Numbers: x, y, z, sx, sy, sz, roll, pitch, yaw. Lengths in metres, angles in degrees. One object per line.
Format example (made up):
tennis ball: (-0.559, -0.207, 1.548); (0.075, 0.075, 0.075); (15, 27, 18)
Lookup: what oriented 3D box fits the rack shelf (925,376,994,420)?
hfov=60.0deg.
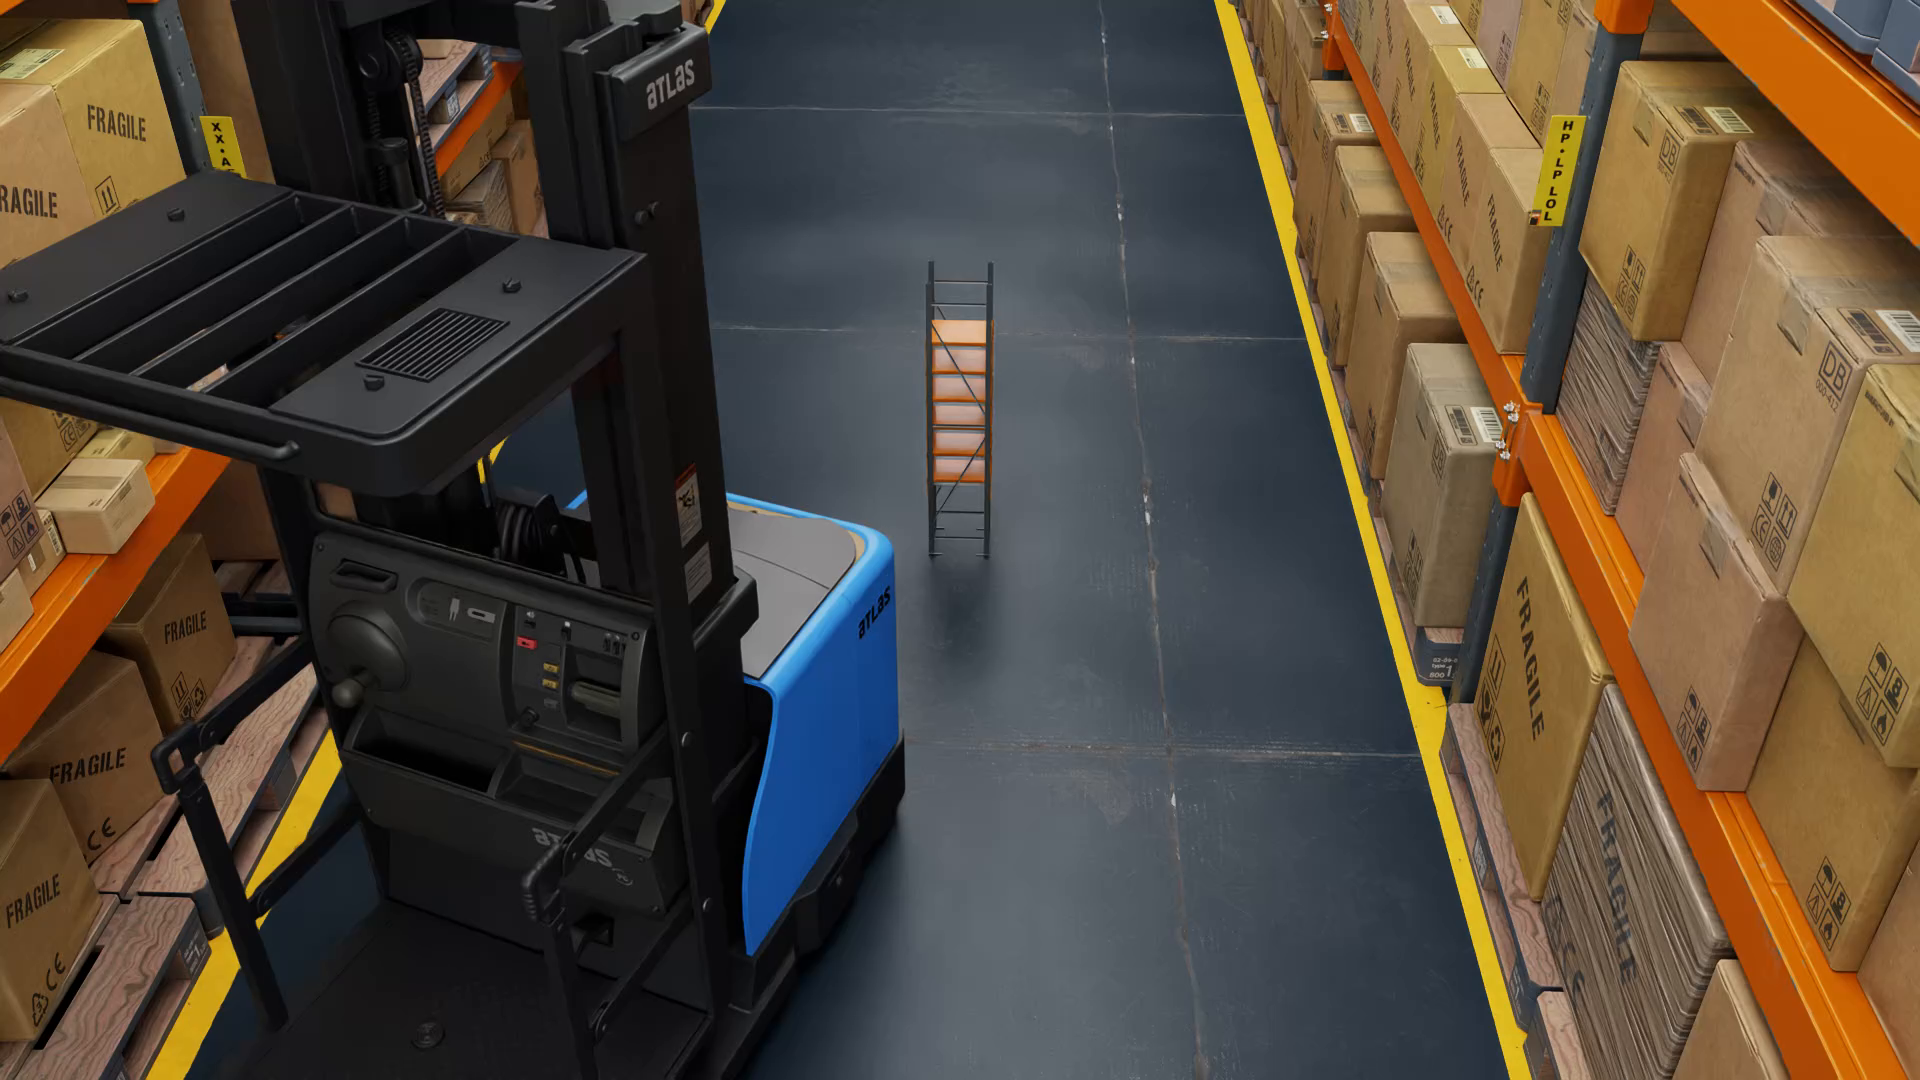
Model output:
rack shelf: (-0.001, -0.544, 6.350); (0.258, 0.103, 0.180); (1, 35, 2)

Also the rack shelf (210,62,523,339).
rack shelf: (-2.646, -1.614, 7.064); (1.077, 0.370, 4.000); (1, 35, 2)

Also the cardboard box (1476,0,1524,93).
cardboard box: (2.279, -1.908, 5.900); (0.700, 0.500, 0.500); (2, 35, 2)

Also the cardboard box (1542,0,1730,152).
cardboard box: (2.239, -1.322, 5.066); (0.700, 0.500, 0.500); (1, 35, 1)

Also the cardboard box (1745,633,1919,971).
cardboard box: (2.162, 0.495, 3.307); (0.875, 0.550, 0.500); (1, 35, 2)

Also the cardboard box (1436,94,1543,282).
cardboard box: (1.999, -1.224, 5.796); (0.500, 0.500, 0.500); (1, 35, 1)

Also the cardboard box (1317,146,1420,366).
cardboard box: (2.240, -1.286, 7.563); (1.050, 0.750, 0.750); (2, 35, 3)

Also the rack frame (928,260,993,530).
rack frame: (0.003, -0.535, 6.468); (0.240, 1.200, 0.006); (1, 35, 2)

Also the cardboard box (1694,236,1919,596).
cardboard box: (2.111, -0.253, 3.432); (0.875, 0.550, 0.550); (1, 35, 2)

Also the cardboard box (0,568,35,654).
cardboard box: (-2.541, 0.190, 4.089); (0.380, 0.149, 0.250); (1, 35, 2)

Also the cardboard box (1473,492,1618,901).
cardboard box: (2.130, 0.470, 4.955); (0.875, 0.875, 0.875); (2, 35, 3)

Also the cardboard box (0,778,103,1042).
cardboard box: (-2.745, 1.008, 4.516); (0.500, 0.500, 0.500); (-2, 35, -2)

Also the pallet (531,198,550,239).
pallet: (-2.599, -1.468, 8.655); (1.003, 0.211, 1.213); (1, 35, 2)

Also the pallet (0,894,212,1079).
pallet: (-2.765, 1.471, 4.474); (1.003, 0.211, 1.213); (1, 35, 2)

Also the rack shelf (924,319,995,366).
rack shelf: (-0.001, -0.741, 6.212); (0.258, 0.103, 0.180); (1, 35, 2)

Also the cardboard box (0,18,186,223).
cardboard box: (-2.470, -1.066, 4.444); (0.500, 0.500, 0.500); (1, 35, 2)

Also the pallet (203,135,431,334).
pallet: (-2.551, -1.117, 5.897); (1.003, 0.211, 1.213); (1, 35, 2)

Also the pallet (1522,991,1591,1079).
pallet: (2.070, 1.692, 4.159); (1.003, 0.211, 1.213); (1, 35, 2)

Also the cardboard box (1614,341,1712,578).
cardboard box: (2.223, -0.120, 4.181); (0.875, 0.550, 0.550); (1, 35, 2)

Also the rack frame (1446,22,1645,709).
rack frame: (2.225, -0.587, 4.977); (1.000, 3.000, 0.127); (1, 35, 2)

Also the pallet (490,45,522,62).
pallet: (-2.488, -2.567, 7.961); (1.213, 0.211, 1.003); (1, 35, 2)

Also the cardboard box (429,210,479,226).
cardboard box: (-2.598, -1.185, 7.619); (0.700, 0.500, 0.500); (4, 35, 6)

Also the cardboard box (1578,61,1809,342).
cardboard box: (2.176, -0.879, 4.323); (0.875, 0.550, 0.550); (1, 35, 2)

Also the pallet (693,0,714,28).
pallet: (-2.361, -3.770, 11.931); (1.003, 0.211, 1.213); (1, 35, 2)

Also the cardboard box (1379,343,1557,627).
cardboard box: (2.160, -0.197, 6.013); (1.050, 0.750, 0.750); (1, 35, 2)

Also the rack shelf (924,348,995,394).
rack shelf: (-0.001, -0.643, 6.281); (0.258, 0.103, 0.180); (1, 35, 2)

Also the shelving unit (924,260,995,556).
shelving unit: (-0.001, -0.483, 6.393); (0.258, 1.200, 0.189); (1, 35, 2)

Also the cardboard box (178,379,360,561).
cardboard box: (-2.681, -0.269, 6.316); (0.700, 0.500, 0.500); (-1, 35, -2)

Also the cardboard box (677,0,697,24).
cardboard box: (-2.446, -3.777, 10.998); (1.225, 0.875, 0.875); (0, 35, 0)

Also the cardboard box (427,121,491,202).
cardboard box: (-2.574, -1.831, 7.886); (0.500, 0.250, 0.500); (5, 35, 7)

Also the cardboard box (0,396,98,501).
cardboard box: (-2.862, -0.379, 4.335); (0.875, 0.500, 0.500); (1, 35, 2)

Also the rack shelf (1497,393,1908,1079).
rack shelf: (2.145, 0.856, 3.548); (1.077, 0.370, 4.000); (1, 35, 2)

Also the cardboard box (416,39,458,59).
cardboard box: (-2.363, -2.210, 7.038); (0.396, 0.266, 0.258); (0, 35, 1)

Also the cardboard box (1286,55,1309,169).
cardboard box: (2.151, -2.418, 9.391); (0.500, 0.500, 0.500); (1, 35, 2)

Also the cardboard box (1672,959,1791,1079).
cardboard box: (2.059, 1.512, 3.473); (0.875, 0.875, 0.875); (1, 35, 1)

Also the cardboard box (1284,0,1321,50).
cardboard box: (2.161, -3.030, 9.610); (0.500, 0.250, 0.500); (2, 35, 3)

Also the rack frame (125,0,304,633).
rack frame: (-2.727, -0.760, 5.222); (1.000, 3.000, 0.127); (1, 35, 2)

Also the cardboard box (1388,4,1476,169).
cardboard box: (2.038, -1.806, 6.624); (0.500, 0.500, 0.500); (1, 35, 1)

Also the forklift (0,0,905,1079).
forklift: (-1.220, 0.328, 3.735); (1.130, 2.935, 3.031); (14, 37, 19)

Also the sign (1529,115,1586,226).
sign: (1.683, -1.035, 4.676); (0.100, 0.325, 0.005); (1, 35, 2)

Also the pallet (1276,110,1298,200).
pallet: (2.419, -2.193, 9.687); (1.003, 0.211, 1.213); (1, 35, 2)

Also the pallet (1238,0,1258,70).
pallet: (2.517, -3.595, 11.682); (1.003, 0.211, 1.213); (1, 35, 2)

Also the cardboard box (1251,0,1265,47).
cardboard box: (2.232, -3.610, 11.087); (0.500, 0.500, 0.500); (3, 35, 4)

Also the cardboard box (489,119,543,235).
cardboard box: (-2.573, -1.830, 8.536); (0.700, 0.500, 0.500); (0, 35, -1)

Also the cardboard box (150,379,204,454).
cardboard box: (-2.461, -0.383, 4.905); (0.380, 0.149, 0.250); (1, 35, 2)

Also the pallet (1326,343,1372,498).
pallet: (2.227, -0.594, 7.412); (1.003, 0.211, 1.213); (1, 35, 2)

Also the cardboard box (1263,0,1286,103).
cardboard box: (2.181, -3.021, 10.248); (0.500, 0.500, 0.500); (0, 35, 0)

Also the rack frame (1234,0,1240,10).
rack frame: (2.547, -5.183, 11.517); (1.000, 3.000, 0.127); (1, 35, 2)

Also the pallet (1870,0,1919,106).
pallet: (2.130, -0.609, 2.476); (1.003, 0.211, 1.213); (1, 35, 2)

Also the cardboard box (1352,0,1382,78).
cardboard box: (2.080, -2.382, 7.444); (0.500, 0.500, 0.500); (1, 35, 1)

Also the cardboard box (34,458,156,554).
cardboard box: (-2.430, -0.095, 4.495); (0.380, 0.149, 0.250); (1, 35, 2)

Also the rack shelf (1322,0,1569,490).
rack shelf: (2.306, -1.442, 6.818); (1.077, 0.370, 4.000); (1, 35, 2)

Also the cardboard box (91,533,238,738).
cardboard box: (-2.783, 0.320, 5.495); (0.500, 0.500, 0.500); (0, 35, 0)
